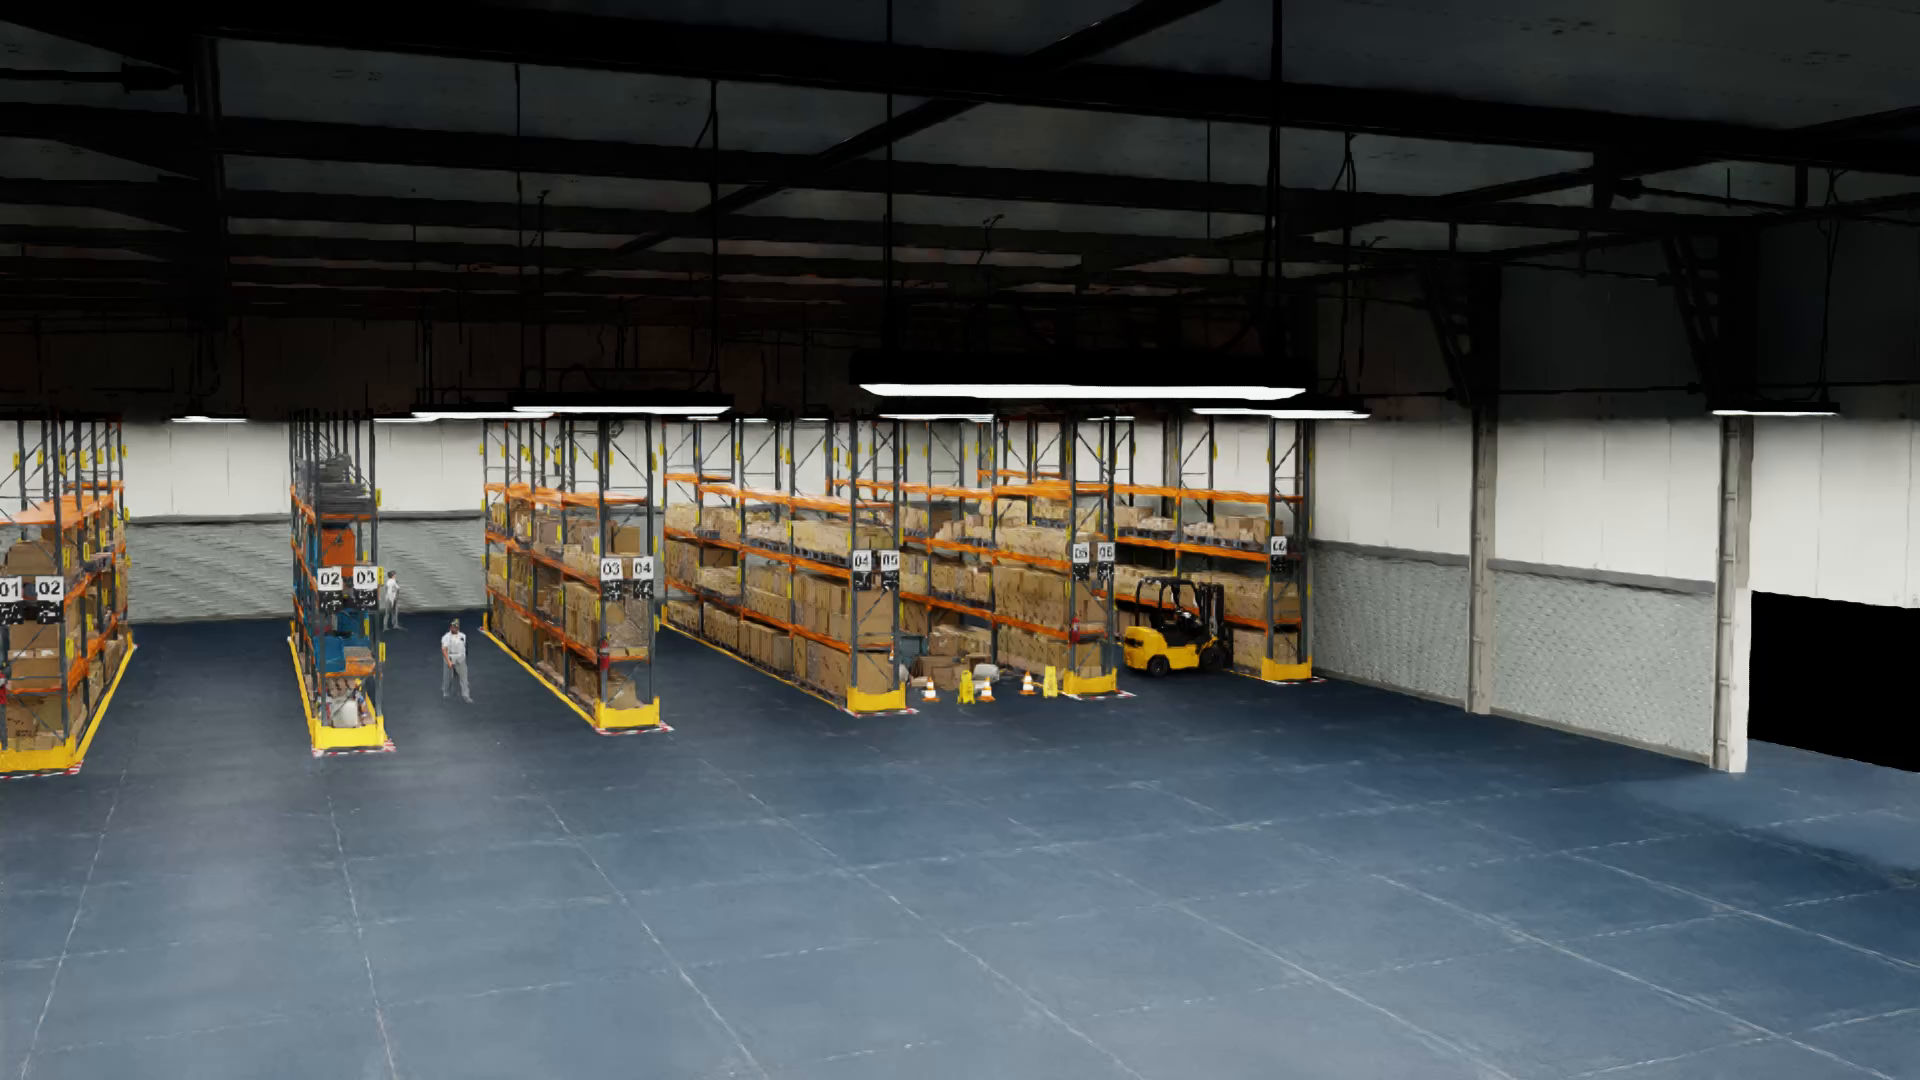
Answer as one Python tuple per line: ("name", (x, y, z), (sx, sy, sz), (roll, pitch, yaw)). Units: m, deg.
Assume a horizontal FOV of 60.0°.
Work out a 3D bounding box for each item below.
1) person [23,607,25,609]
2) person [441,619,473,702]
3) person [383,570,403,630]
("person", (-22.874, 2.069, 40.912), (0.479, 1.553, 1.090), (-2, 4, -21))
("person", (-10.388, 2.459, 34.176), (0.535, 1.708, 1.036), (-3, 5, -32))
("person", (-15.740, 1.659, 46.057), (0.448, 1.676, 0.582), (0, 4, 1))
